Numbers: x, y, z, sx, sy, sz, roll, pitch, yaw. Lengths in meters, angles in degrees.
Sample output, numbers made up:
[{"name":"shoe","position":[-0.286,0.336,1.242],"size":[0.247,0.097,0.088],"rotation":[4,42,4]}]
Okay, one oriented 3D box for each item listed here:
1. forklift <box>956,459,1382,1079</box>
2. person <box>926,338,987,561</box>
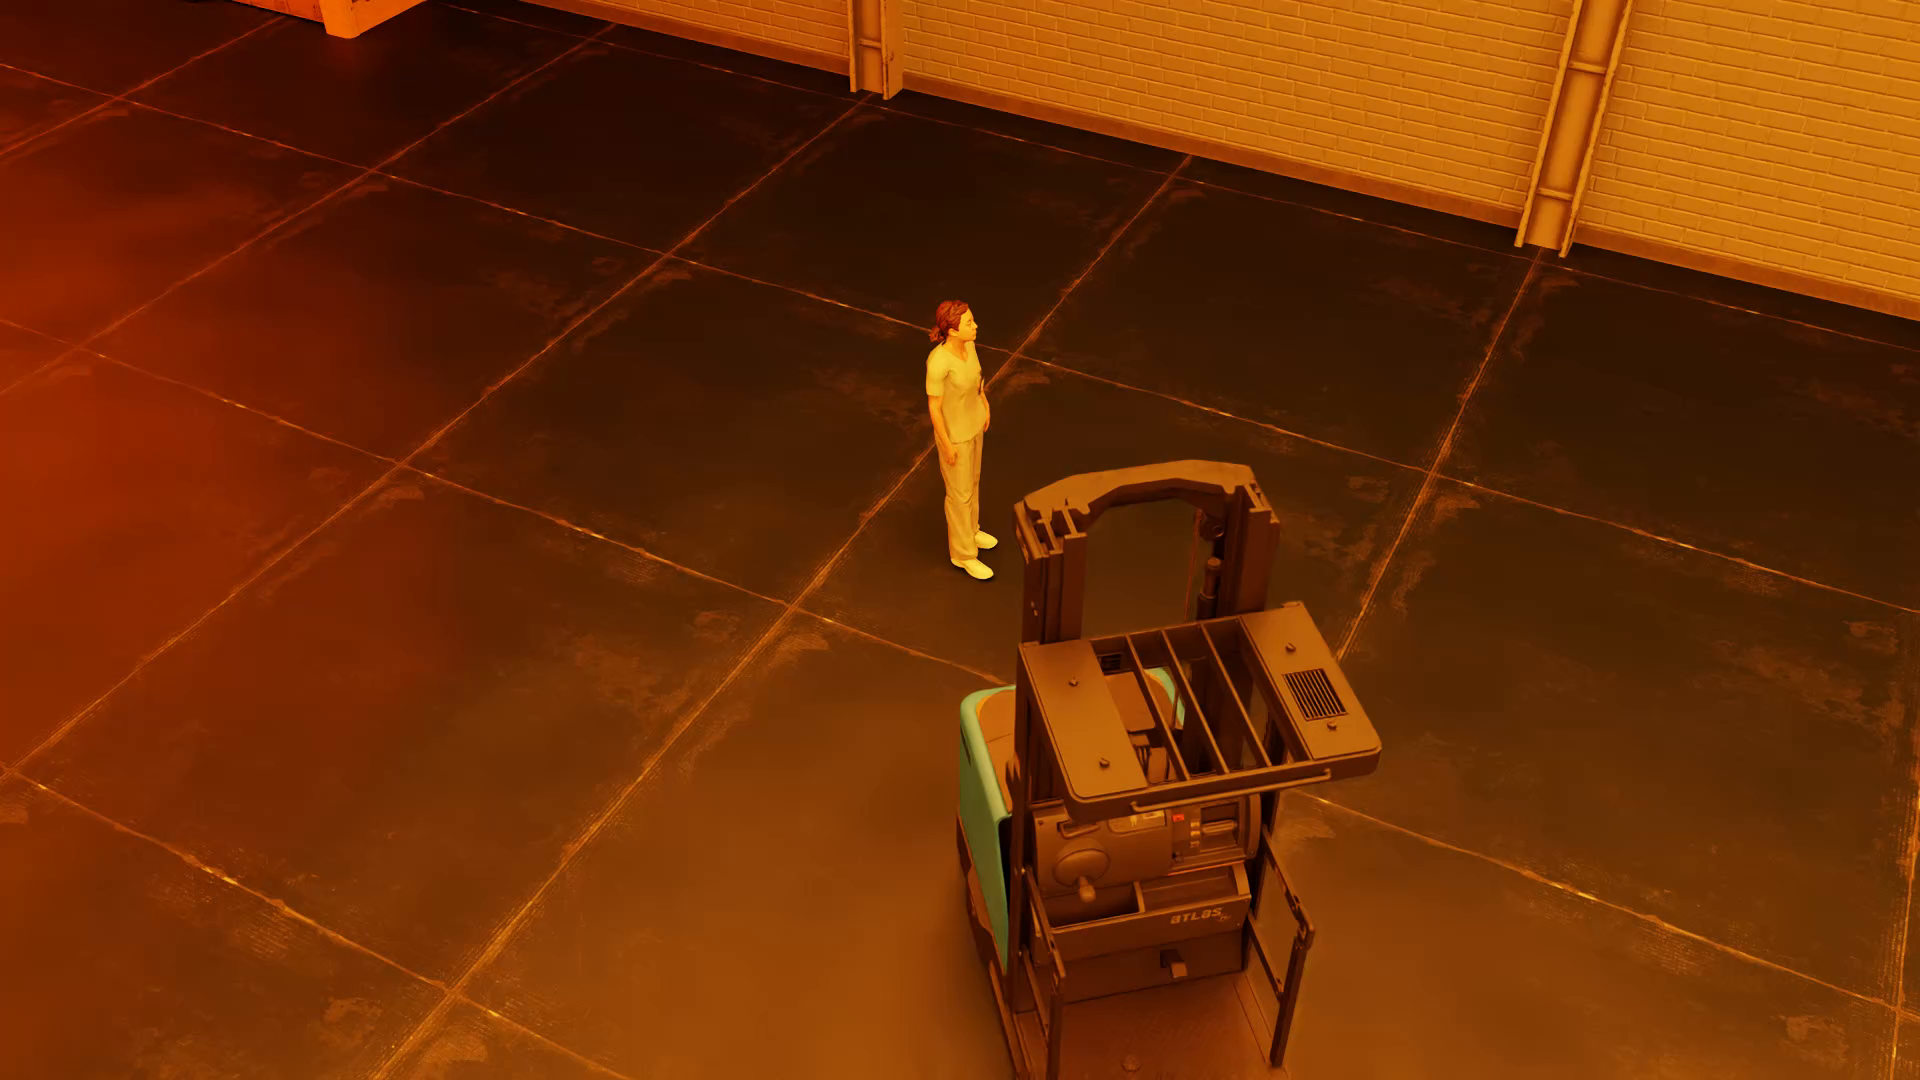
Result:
[{"name":"forklift","position":[0.800,1.275,6.473],"size":[1.130,2.935,3.031],"rotation":[-8,41,-9]},{"name":"person","position":[0.024,-0.563,9.760],"size":[0.390,1.360,0.519],"rotation":[18,43,21]}]
